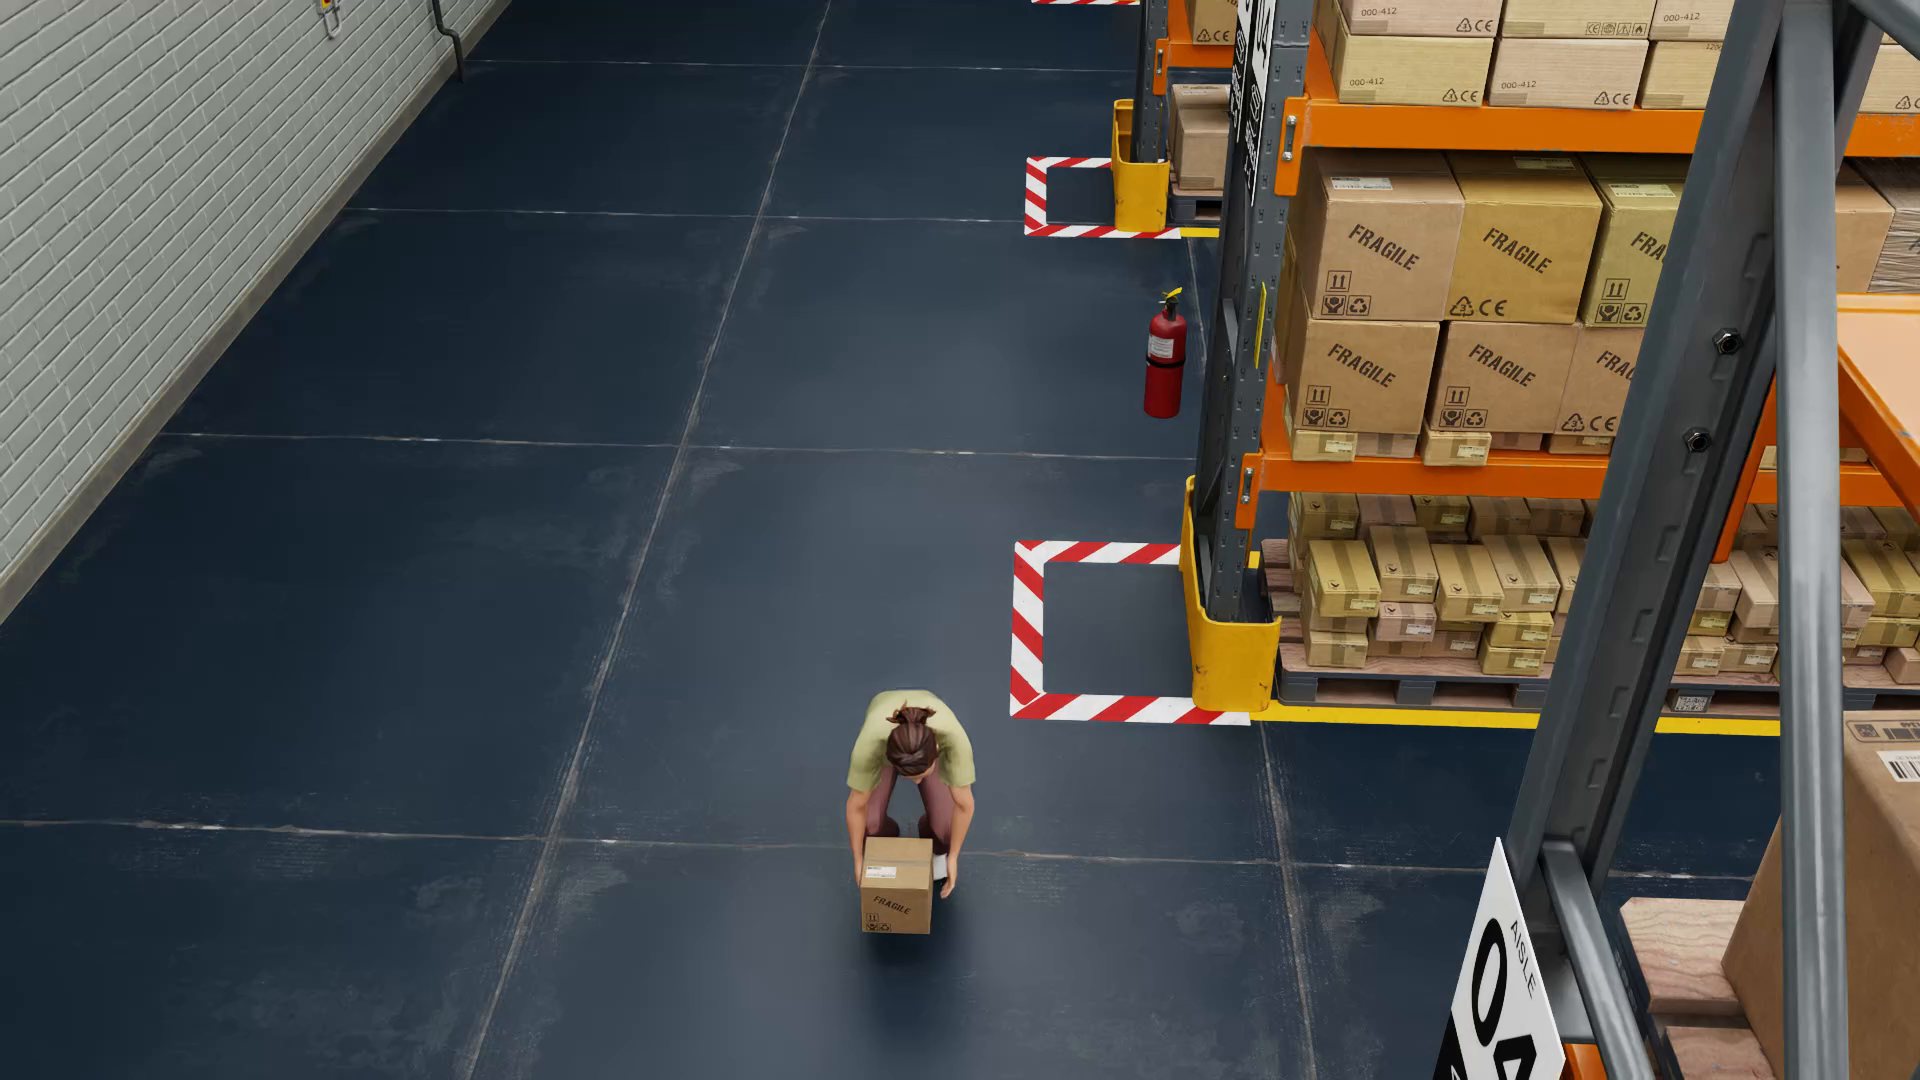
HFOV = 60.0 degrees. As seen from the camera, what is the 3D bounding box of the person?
[{"bbox_3d":[-0.180,0.920,6.398,0.490,1.028,0.764,1,36,2],"label":"person"}]
